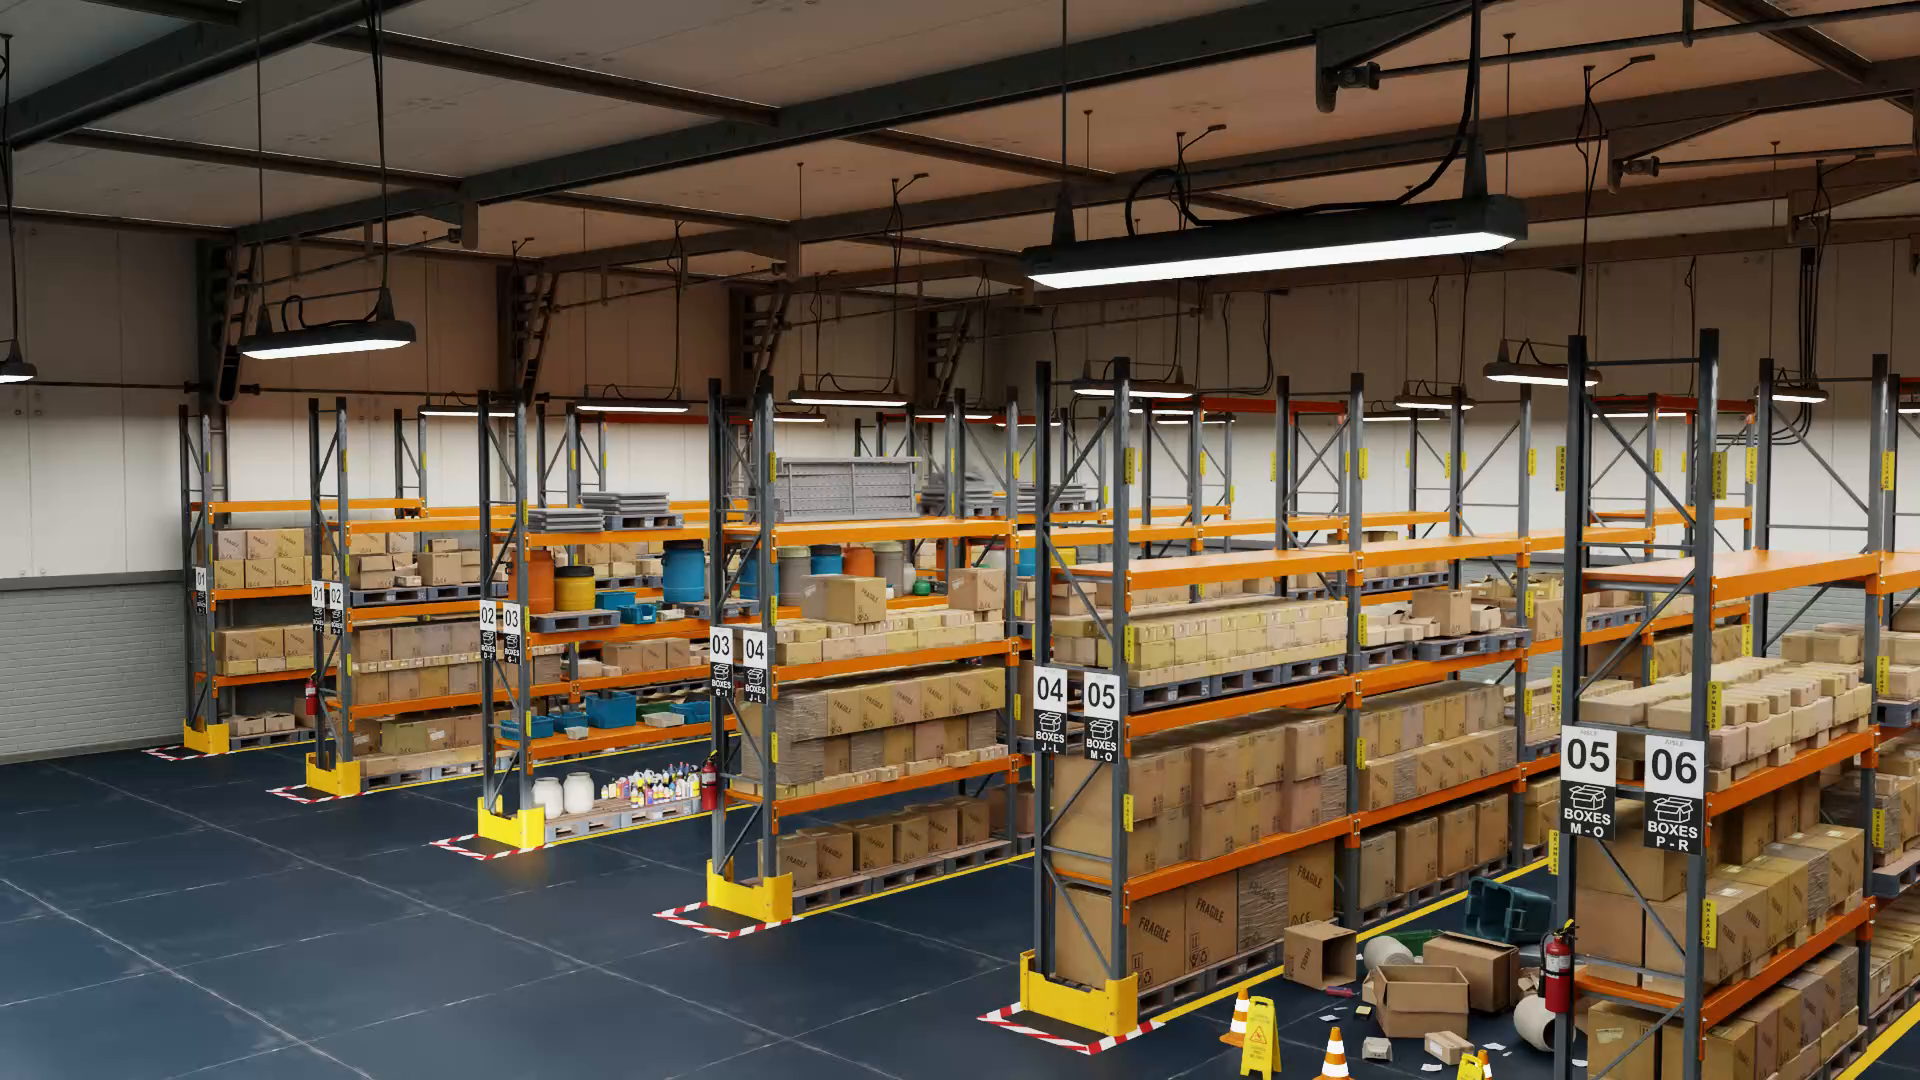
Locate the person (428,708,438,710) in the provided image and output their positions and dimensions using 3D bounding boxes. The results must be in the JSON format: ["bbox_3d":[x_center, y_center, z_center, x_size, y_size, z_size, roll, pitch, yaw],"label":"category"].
[{"bbox_3d":[-9.033,2.809,28.674,0.587,1.729,0.895,2,4,39],"label":"person"}]

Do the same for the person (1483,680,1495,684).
[{"bbox_3d":[7.983,2.979,25.025,0.849,1.771,0.673,-2,4,-39],"label":"person"}]
